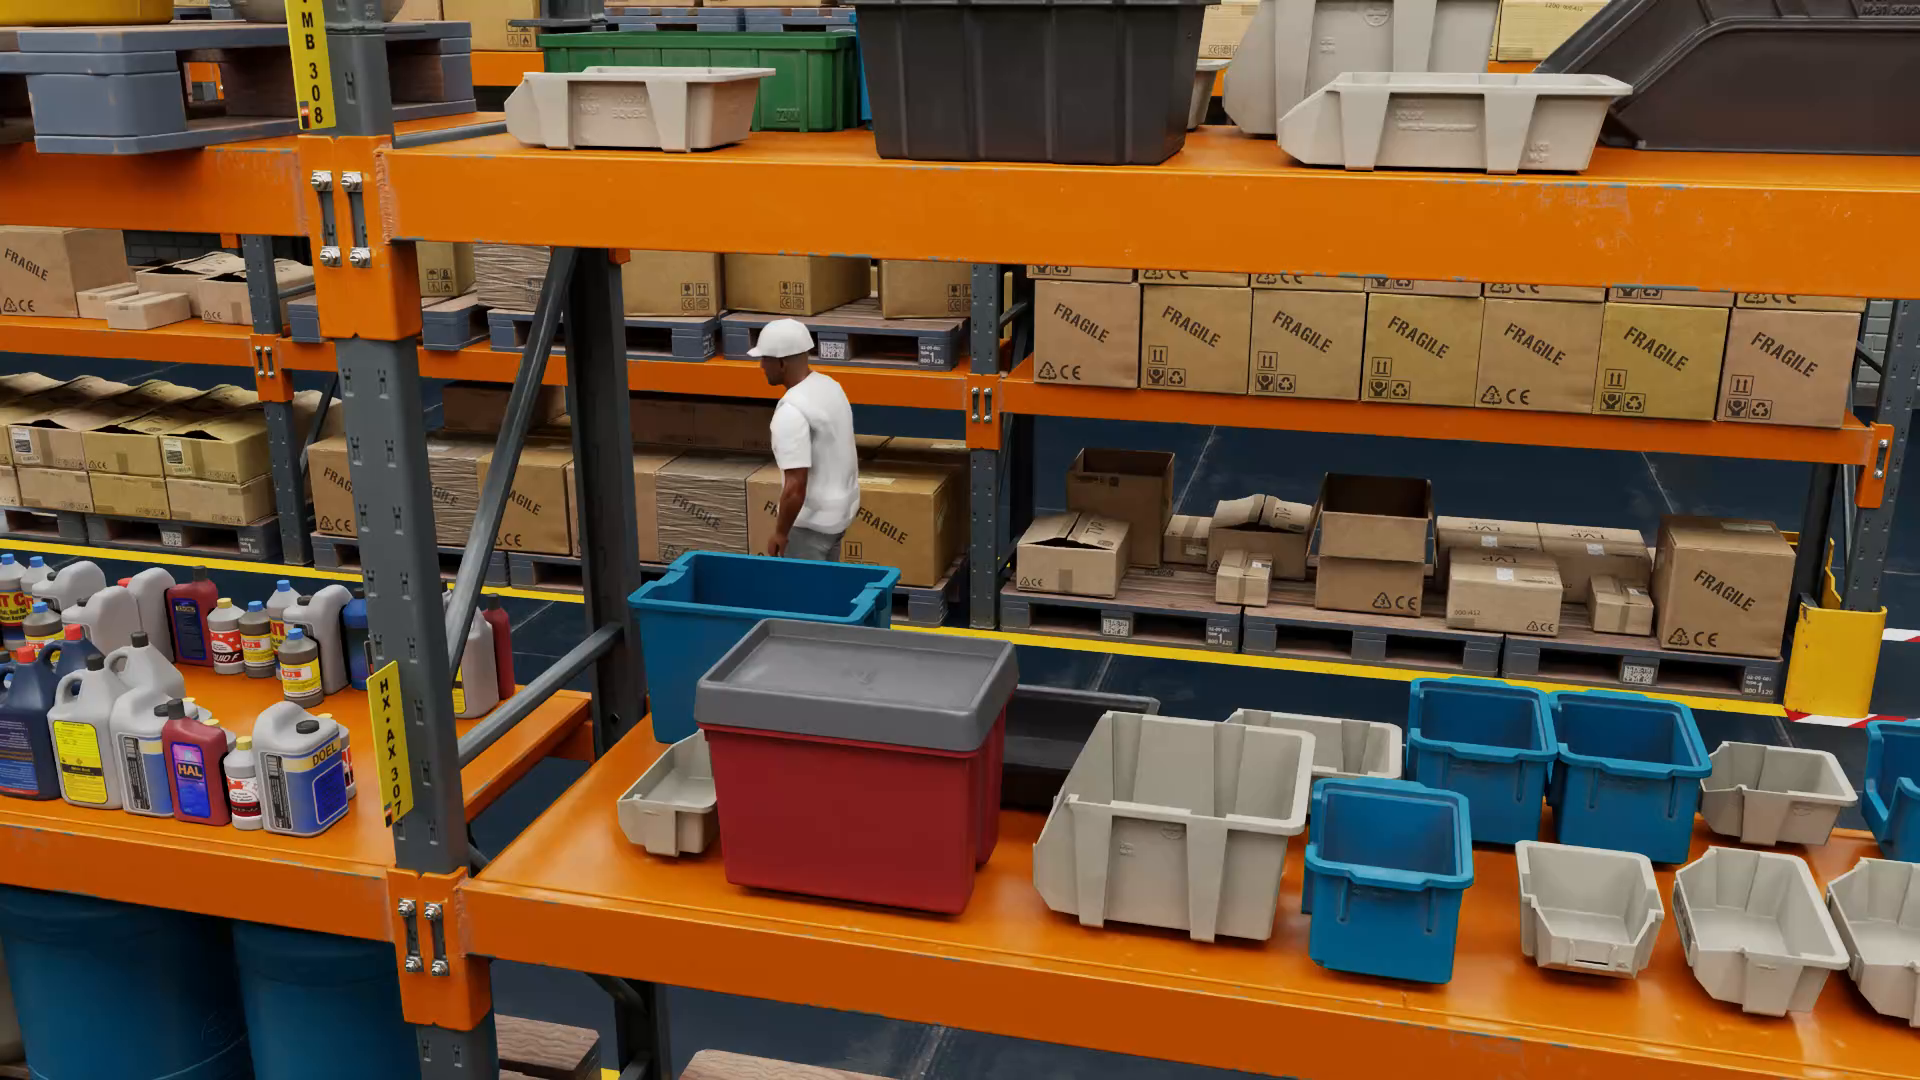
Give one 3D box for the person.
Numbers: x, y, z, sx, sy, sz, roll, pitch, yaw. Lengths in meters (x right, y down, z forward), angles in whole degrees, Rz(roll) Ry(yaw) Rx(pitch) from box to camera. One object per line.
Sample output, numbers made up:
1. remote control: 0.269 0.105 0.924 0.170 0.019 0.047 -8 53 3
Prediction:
1. person: -0.681 -0.106 7.349 0.458 1.761 0.626 5 19 14
